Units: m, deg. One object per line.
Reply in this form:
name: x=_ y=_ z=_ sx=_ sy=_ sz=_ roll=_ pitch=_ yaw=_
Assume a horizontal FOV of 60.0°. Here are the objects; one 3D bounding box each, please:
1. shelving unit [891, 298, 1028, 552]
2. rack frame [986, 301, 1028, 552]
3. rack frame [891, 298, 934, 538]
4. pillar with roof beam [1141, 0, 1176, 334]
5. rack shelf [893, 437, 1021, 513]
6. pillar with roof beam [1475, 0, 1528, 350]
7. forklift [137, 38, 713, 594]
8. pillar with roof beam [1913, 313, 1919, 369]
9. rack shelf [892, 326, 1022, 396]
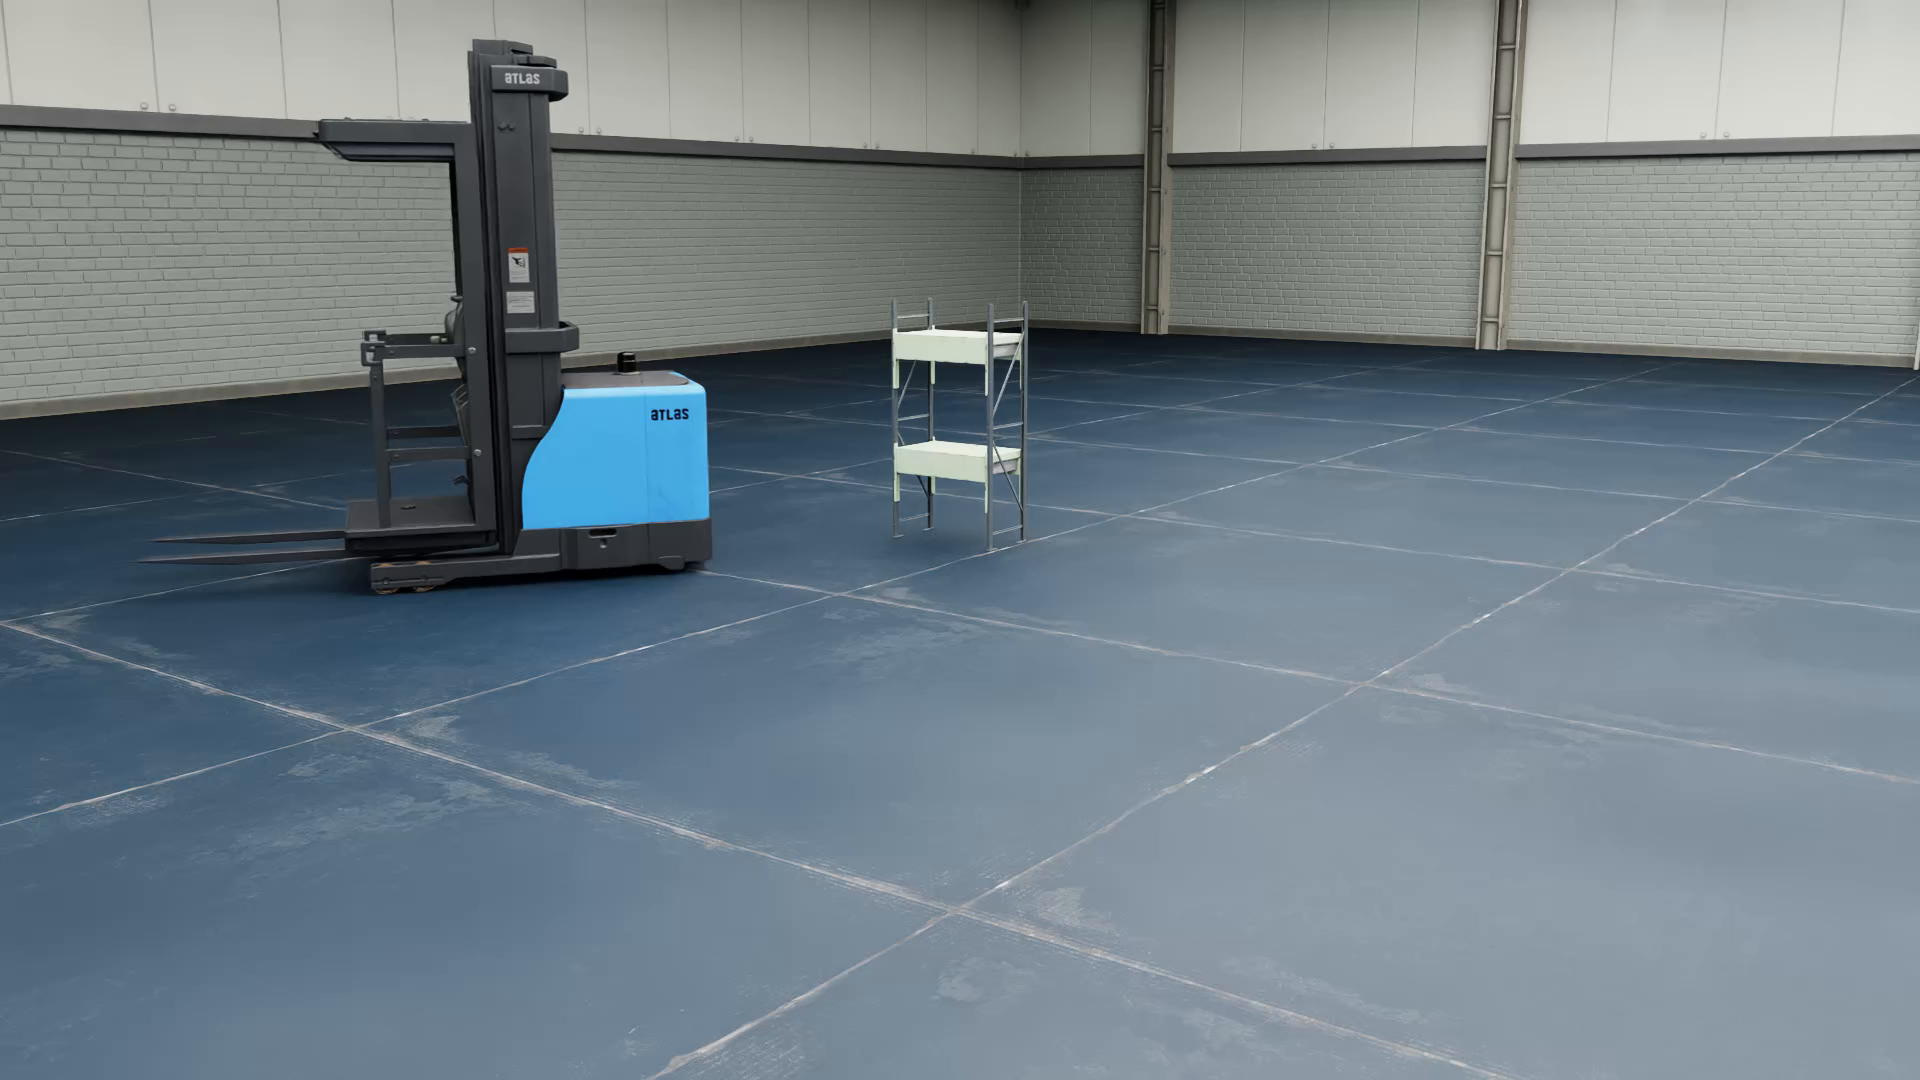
shelving unit: x=-0.005 y=-0.737 z=10.391 sx=0.755 sy=1.500 sz=0.431 roll=8 pitch=13 yaw=36
rack frame: x=0.290 y=-0.696 z=10.178 sx=0.023 sy=1.500 sz=0.400 roll=8 pitch=13 yaw=36
rack frame: x=-0.300 y=-0.778 z=10.604 sx=0.023 sy=1.500 sz=0.400 roll=8 pitch=13 yaw=36
pillar with roof beam: x=0.894 y=-7.412 z=25.153 sx=0.400 sy=9.000 sz=9.100 roll=8 pitch=13 yaw=36
rack shelf: x=-0.005 y=-0.417 z=10.453 sx=0.720 sy=0.370 sz=0.431 roll=8 pitch=13 yaw=36
pillar with roof beam: x=5.730 y=-6.738 z=21.666 sx=0.400 sy=9.000 sz=9.100 roll=8 pitch=13 yaw=36
forklift: x=-3.006 y=-1.257 z=9.309 sx=3.031 sy=2.935 sz=1.130 roll=-4 pitch=12 yaw=-18
pillar with roof beam: x=10.566 y=-6.063 z=18.179 sx=0.400 sy=9.000 sz=9.100 roll=8 pitch=13 yaw=36
rack shelf: x=-0.005 y=-1.120 z=10.317 sx=0.720 sy=0.370 sz=0.431 roll=8 pitch=13 yaw=36
